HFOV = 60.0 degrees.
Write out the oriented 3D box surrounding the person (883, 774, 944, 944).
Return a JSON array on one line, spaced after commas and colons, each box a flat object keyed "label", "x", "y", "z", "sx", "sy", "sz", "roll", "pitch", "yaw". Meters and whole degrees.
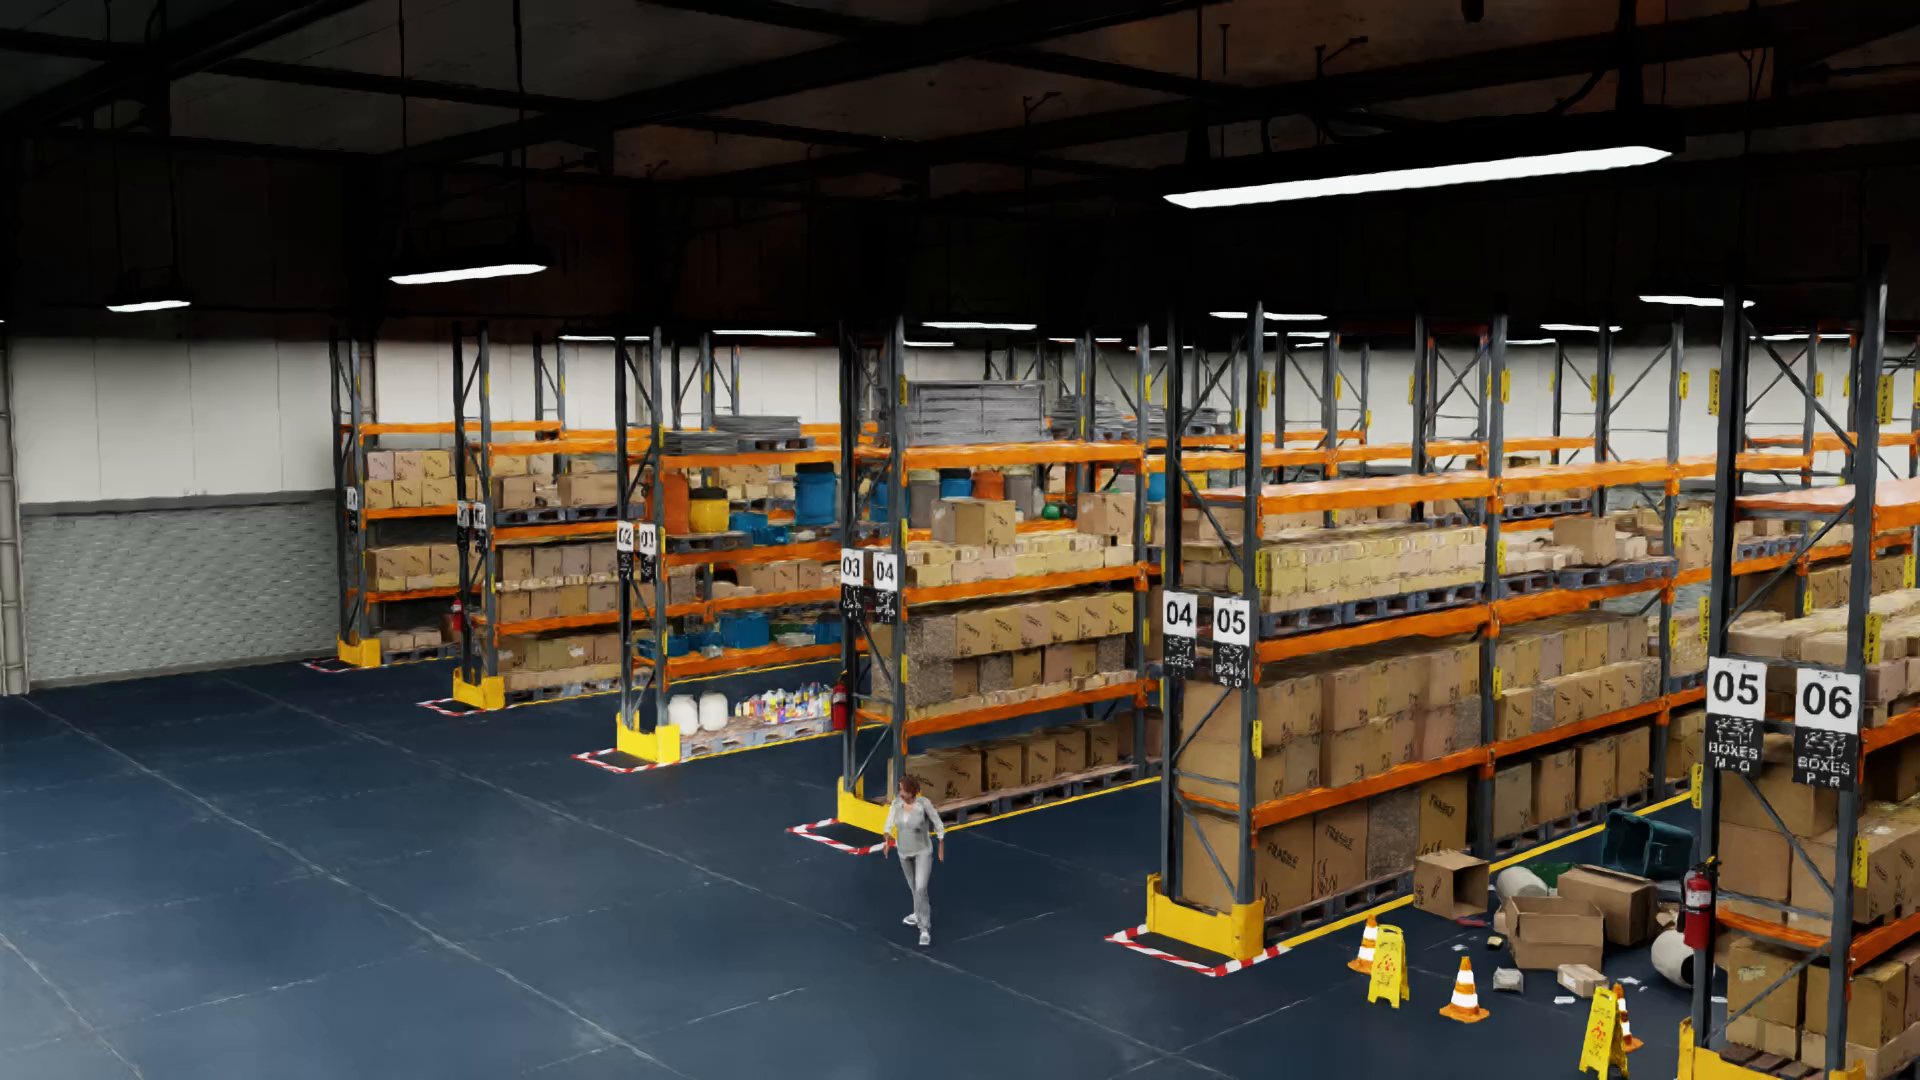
[{"label": "person", "x": -0.393, "y": 2.885, "z": 15.329, "sx": 0.573, "sy": 1.527, "sz": 0.763, "roll": 3, "pitch": 6, "yaw": 29}]
